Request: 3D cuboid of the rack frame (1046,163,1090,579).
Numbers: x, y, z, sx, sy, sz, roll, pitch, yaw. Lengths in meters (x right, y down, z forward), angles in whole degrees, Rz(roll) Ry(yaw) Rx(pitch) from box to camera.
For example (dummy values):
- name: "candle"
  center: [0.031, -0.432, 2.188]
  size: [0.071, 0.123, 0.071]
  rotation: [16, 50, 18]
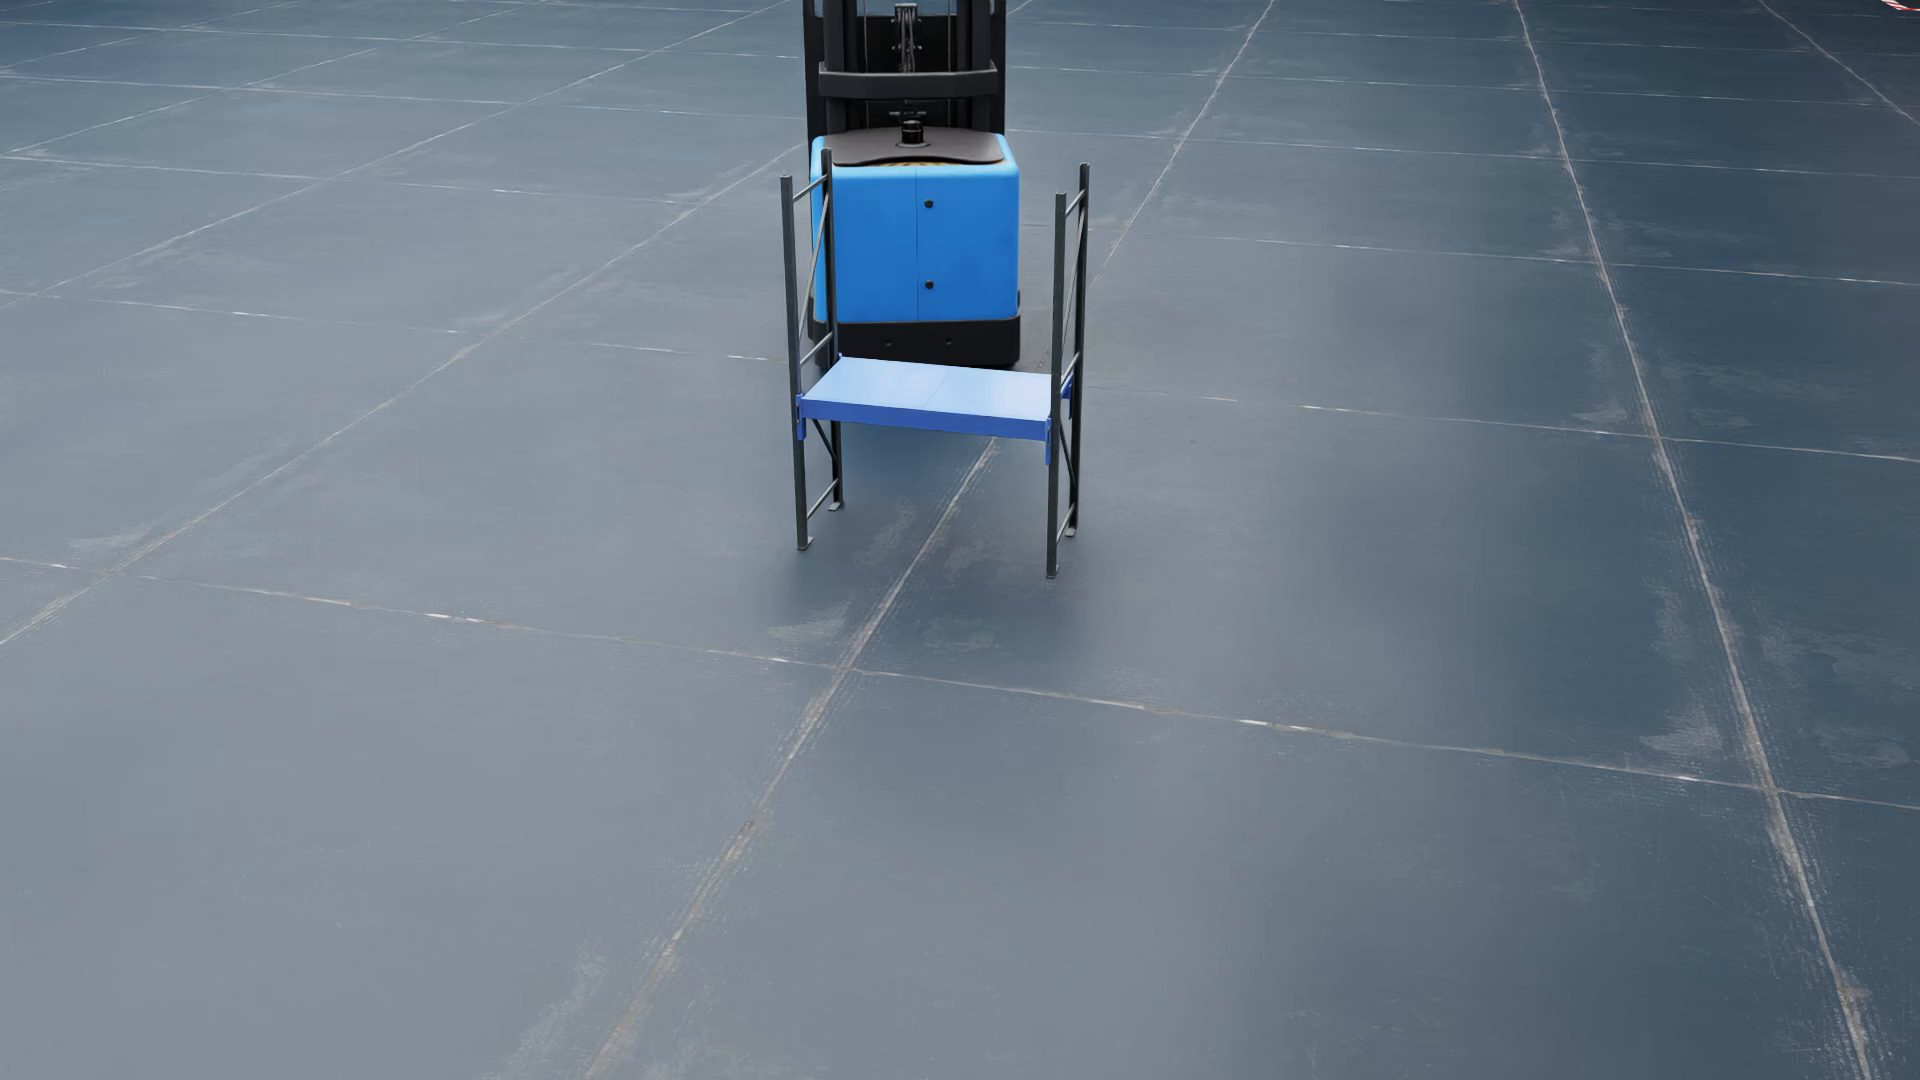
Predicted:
- name: "rack frame"
  center: [0.410, -0.632, 6.332]
  size: [0.032, 1.500, 0.500]
  rotation: [6, 26, 13]

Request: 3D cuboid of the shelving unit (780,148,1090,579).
- name: "shelving unit"
  center: [-0.083, -0.686, 6.447]
  size: [1.048, 1.500, 0.538]
  rotation: [6, 26, 13]

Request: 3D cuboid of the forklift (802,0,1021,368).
- name: "forklift"
  center: [-0.315, -2.785, 9.189]
  size: [1.130, 2.935, 3.031]
  rotation: [-2, 26, -4]

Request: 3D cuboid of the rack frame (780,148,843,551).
- name: "rack frame"
  center: [-0.575, -0.741, 6.561]
  size: [0.032, 1.500, 0.500]
  rotation: [6, 26, 13]

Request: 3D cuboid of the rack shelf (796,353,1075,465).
- name: "rack shelf"
  center: [-0.083, -0.524, 6.524]
  size: [1.000, 0.185, 0.538]
  rotation: [6, 26, 13]
